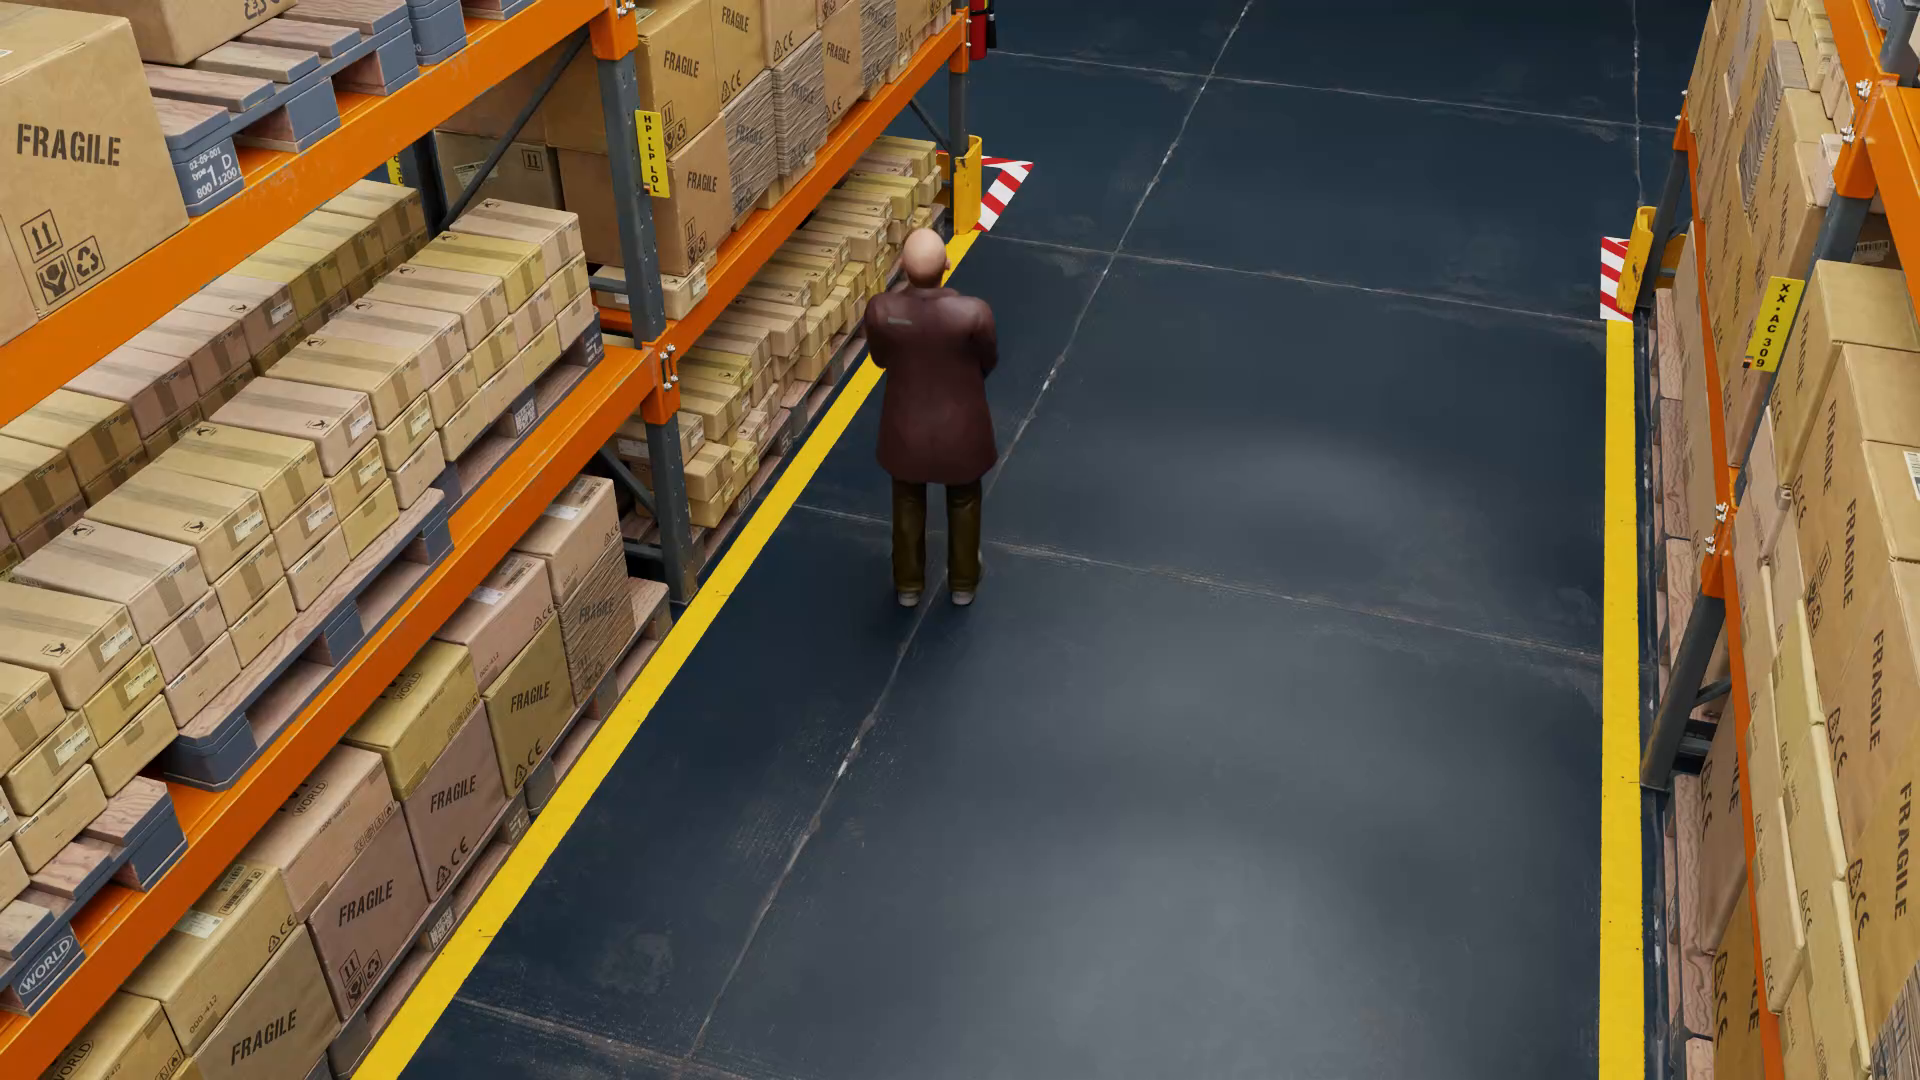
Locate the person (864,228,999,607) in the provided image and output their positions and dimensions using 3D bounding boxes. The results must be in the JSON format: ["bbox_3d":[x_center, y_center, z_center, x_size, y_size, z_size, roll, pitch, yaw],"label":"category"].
[{"bbox_3d":[-0.098,-0.543,6.894,0.528,1.773,0.554,4,37,5],"label":"person"}]
